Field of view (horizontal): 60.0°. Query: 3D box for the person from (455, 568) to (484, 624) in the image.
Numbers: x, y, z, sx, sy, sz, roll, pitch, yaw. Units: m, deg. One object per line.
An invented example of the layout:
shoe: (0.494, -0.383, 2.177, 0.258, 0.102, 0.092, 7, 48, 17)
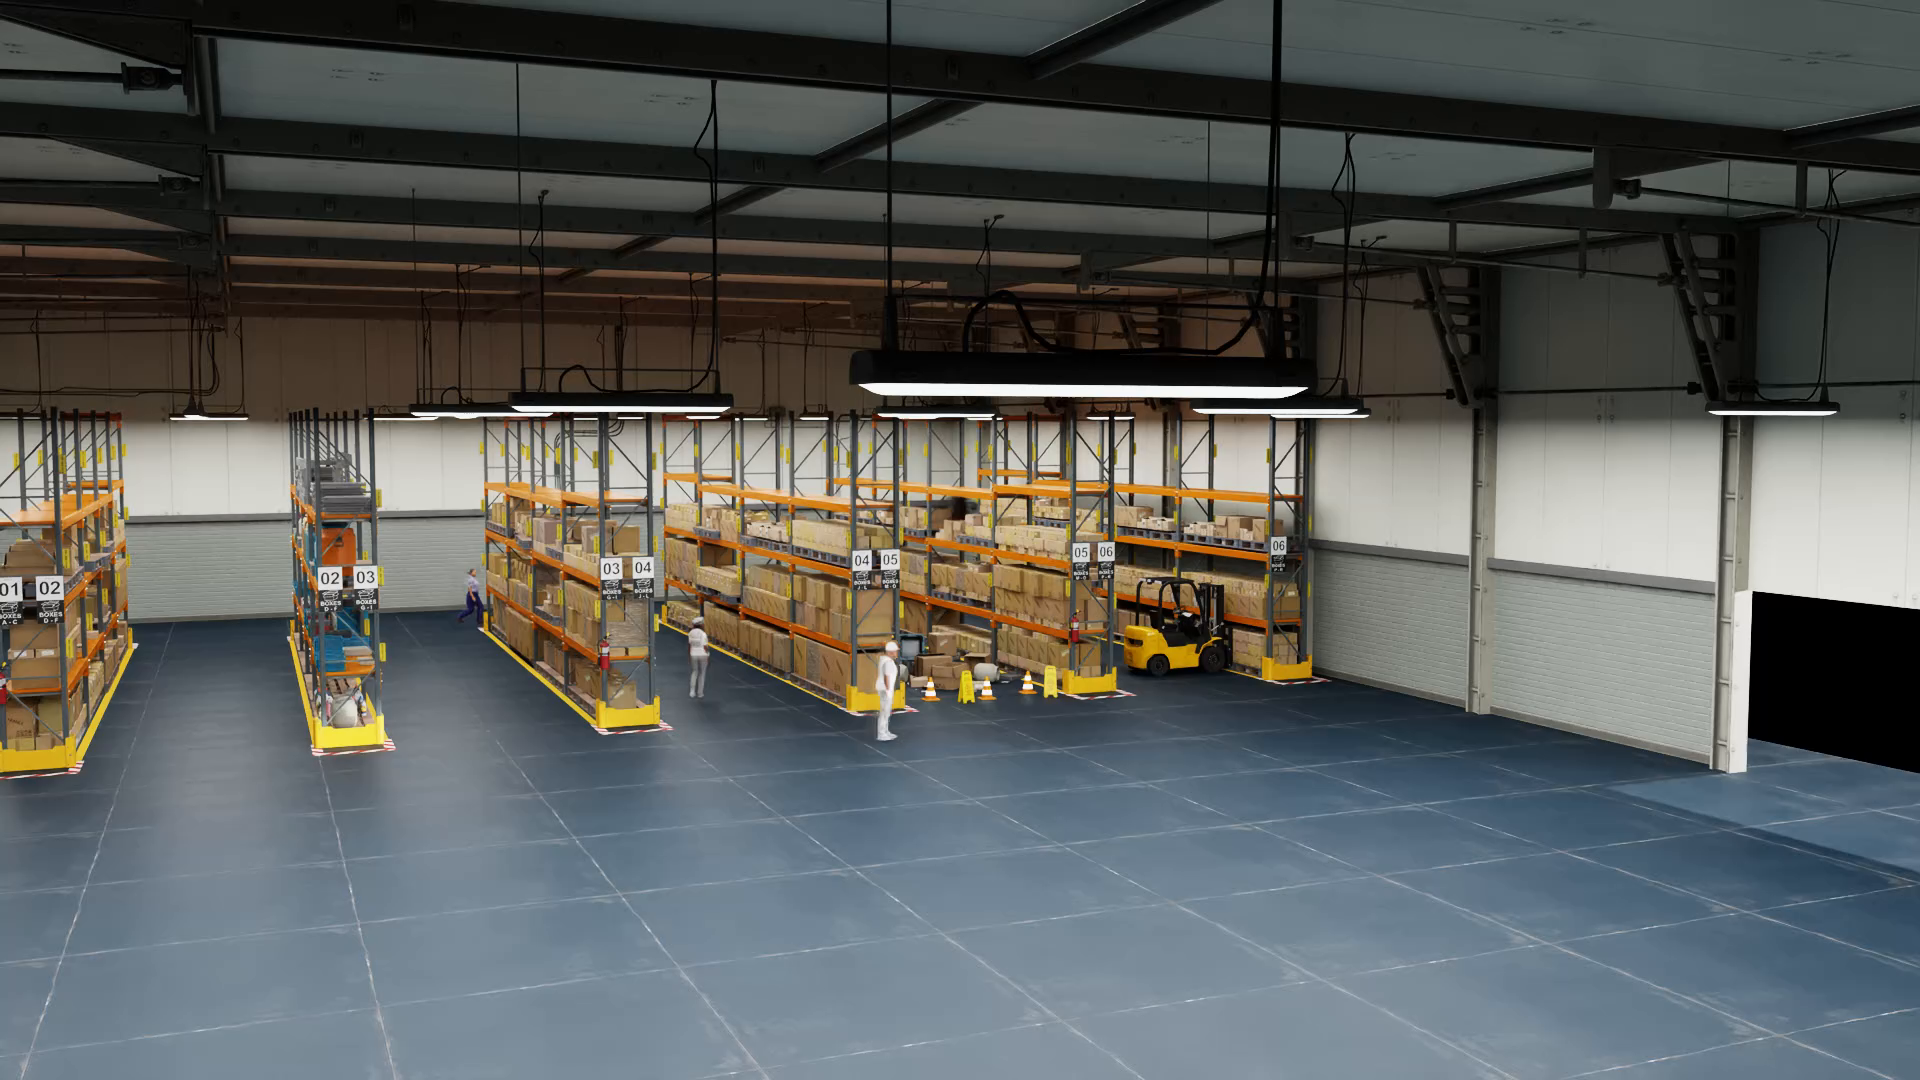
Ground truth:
person: (-13.895, 1.606, 47.263, 0.865, 1.599, 0.513, 0, 4, -4)

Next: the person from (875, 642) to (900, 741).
person: (-1.309, 2.728, 30.105, 0.451, 1.790, 0.585, 0, 4, -6)

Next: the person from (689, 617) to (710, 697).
person: (-5.442, 2.439, 34.665, 0.463, 1.691, 0.447, 1, 4, 11)
